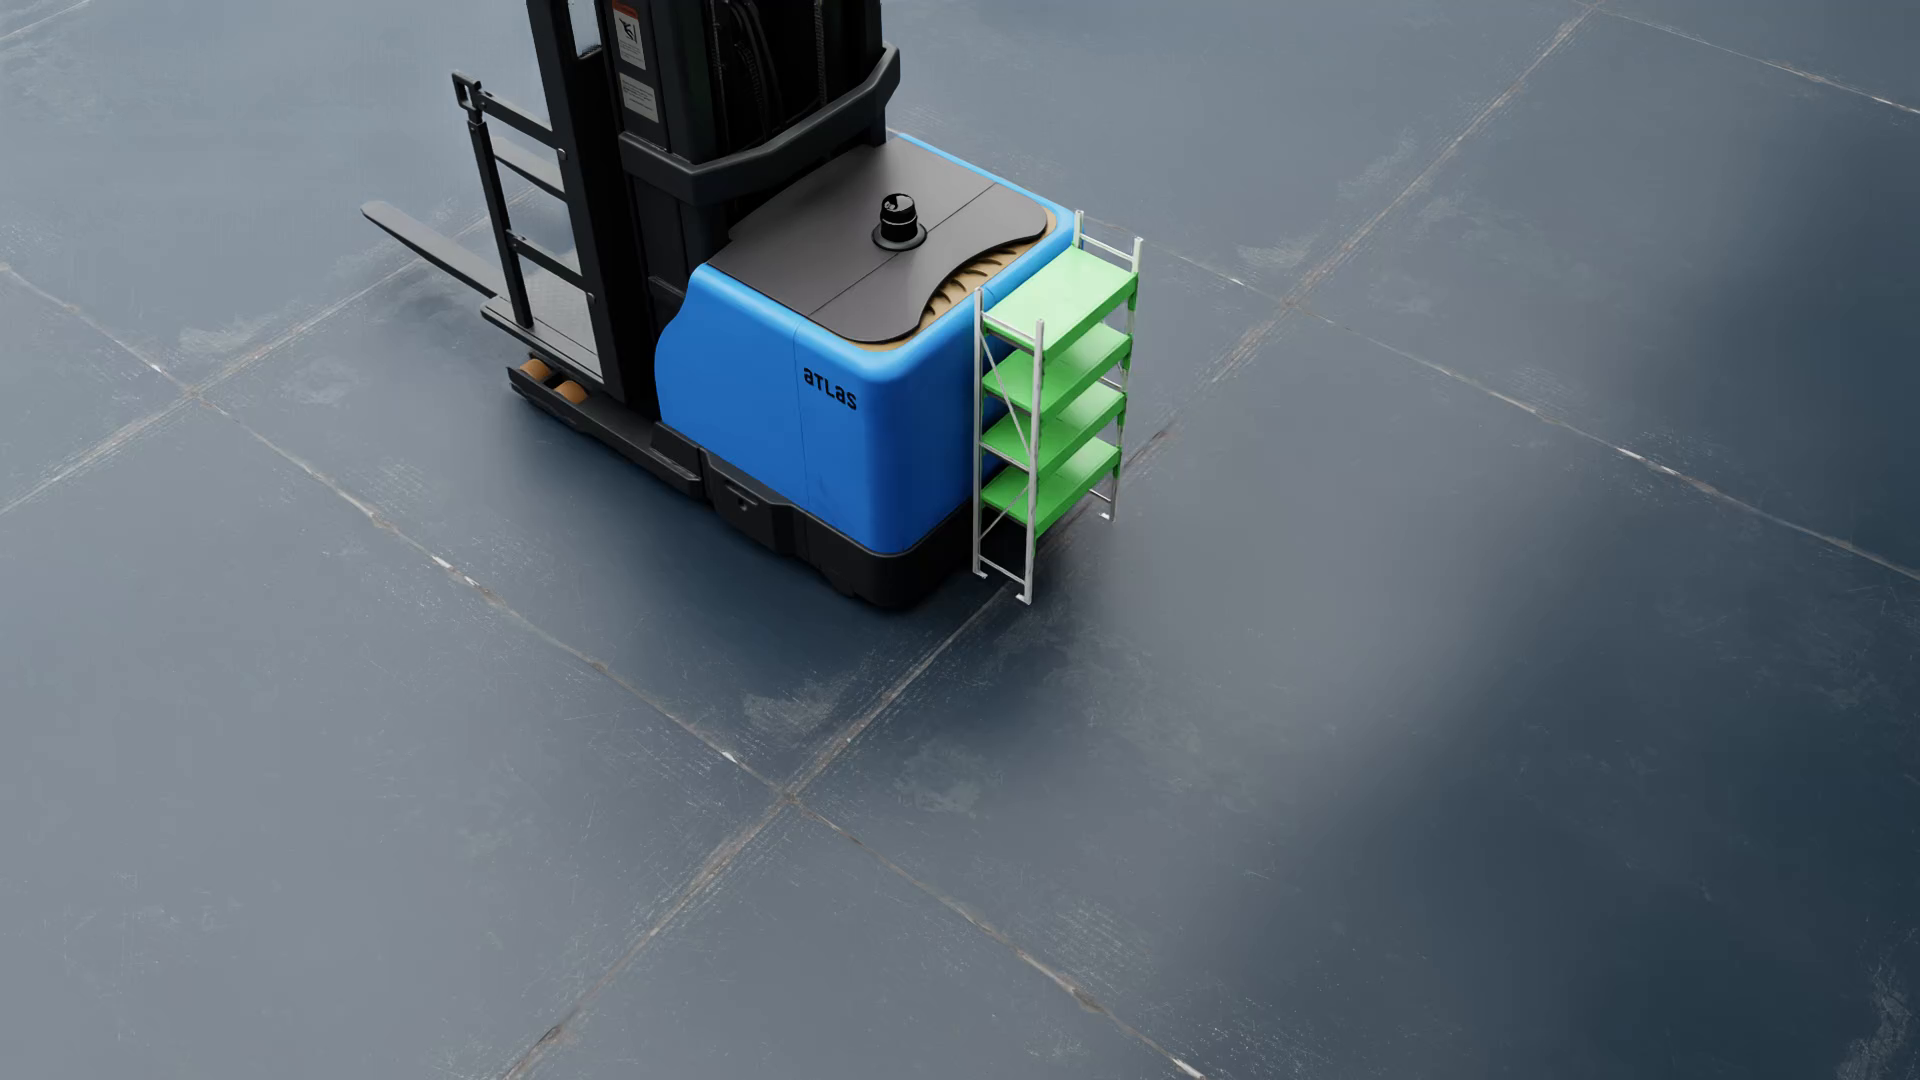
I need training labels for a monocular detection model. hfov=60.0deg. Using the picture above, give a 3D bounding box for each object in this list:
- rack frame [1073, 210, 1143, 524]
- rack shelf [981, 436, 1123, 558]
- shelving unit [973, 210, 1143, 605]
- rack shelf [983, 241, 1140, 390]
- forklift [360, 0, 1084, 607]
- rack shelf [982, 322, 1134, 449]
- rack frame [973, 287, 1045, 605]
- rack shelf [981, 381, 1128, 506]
[{"bbox_3d":[0.447,-0.531,5.427,0.240,1.200,0.015,30,53,26],"label":"rack frame"},{"bbox_3d":[0.294,-0.183,5.516,0.258,0.148,0.480,30,53,26],"label":"rack shelf"},{"bbox_3d":[0.294,-0.393,5.296,0.258,1.200,0.503,30,53,26],"label":"shelving unit"},{"bbox_3d":[0.294,-0.681,4.995,0.258,0.148,0.480,30,53,26],"label":"rack shelf"},{"bbox_3d":[-1.049,-1.699,5.346,3.031,2.935,1.130,31,54,26],"label":"forklift"},{"bbox_3d":[0.294,-0.515,5.169,0.258,0.148,0.480,30,53,26],"label":"rack shelf"},{"bbox_3d":[0.141,-0.256,5.165,0.240,1.200,0.015,30,53,26],"label":"rack frame"},{"bbox_3d":[0.294,-0.349,5.342,0.258,0.148,0.480,30,53,26],"label":"rack shelf"}]
